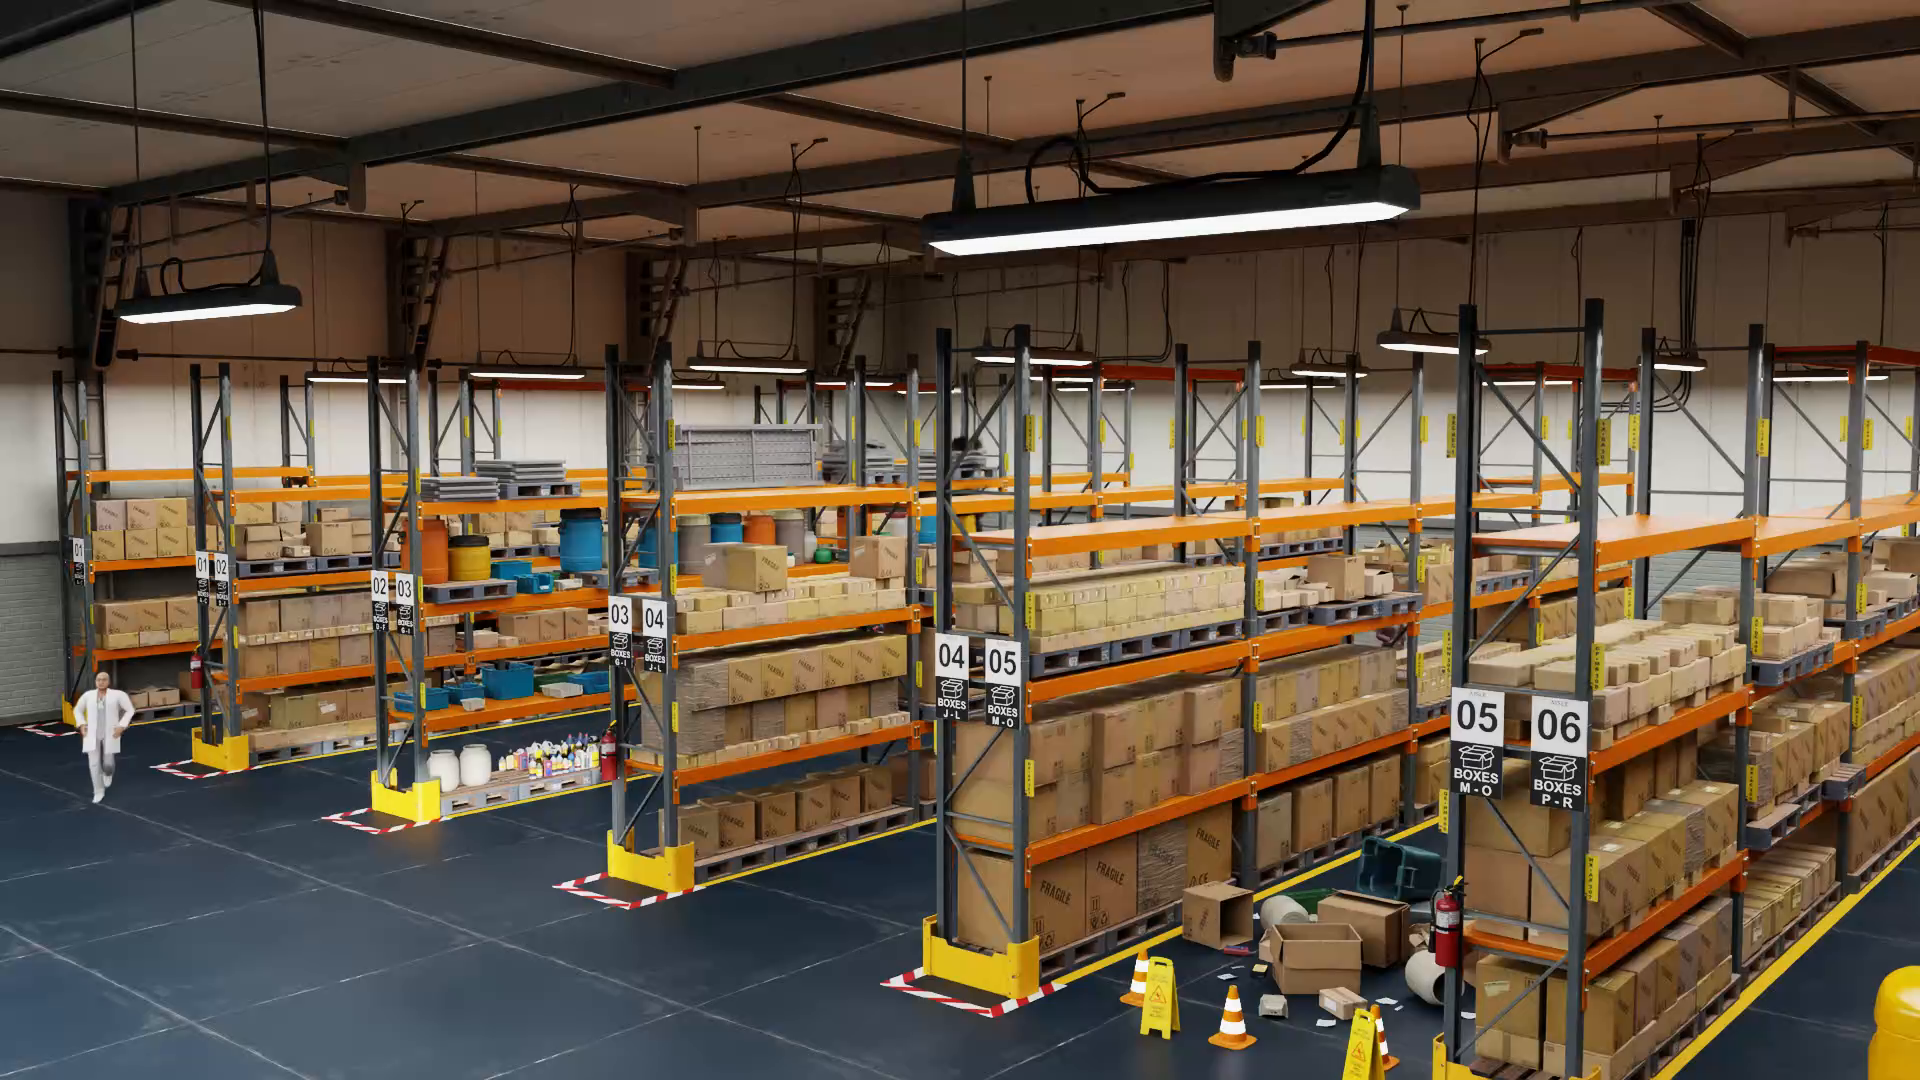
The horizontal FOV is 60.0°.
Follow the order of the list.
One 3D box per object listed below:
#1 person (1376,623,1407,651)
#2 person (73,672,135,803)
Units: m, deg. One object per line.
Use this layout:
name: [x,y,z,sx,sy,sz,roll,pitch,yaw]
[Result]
person: [8.011,2.073,30.784,0.718,1.793,0.739,-1,4,-15]
person: [-11.730,2.675,22.805,0.755,1.754,0.745,-2,4,-20]
